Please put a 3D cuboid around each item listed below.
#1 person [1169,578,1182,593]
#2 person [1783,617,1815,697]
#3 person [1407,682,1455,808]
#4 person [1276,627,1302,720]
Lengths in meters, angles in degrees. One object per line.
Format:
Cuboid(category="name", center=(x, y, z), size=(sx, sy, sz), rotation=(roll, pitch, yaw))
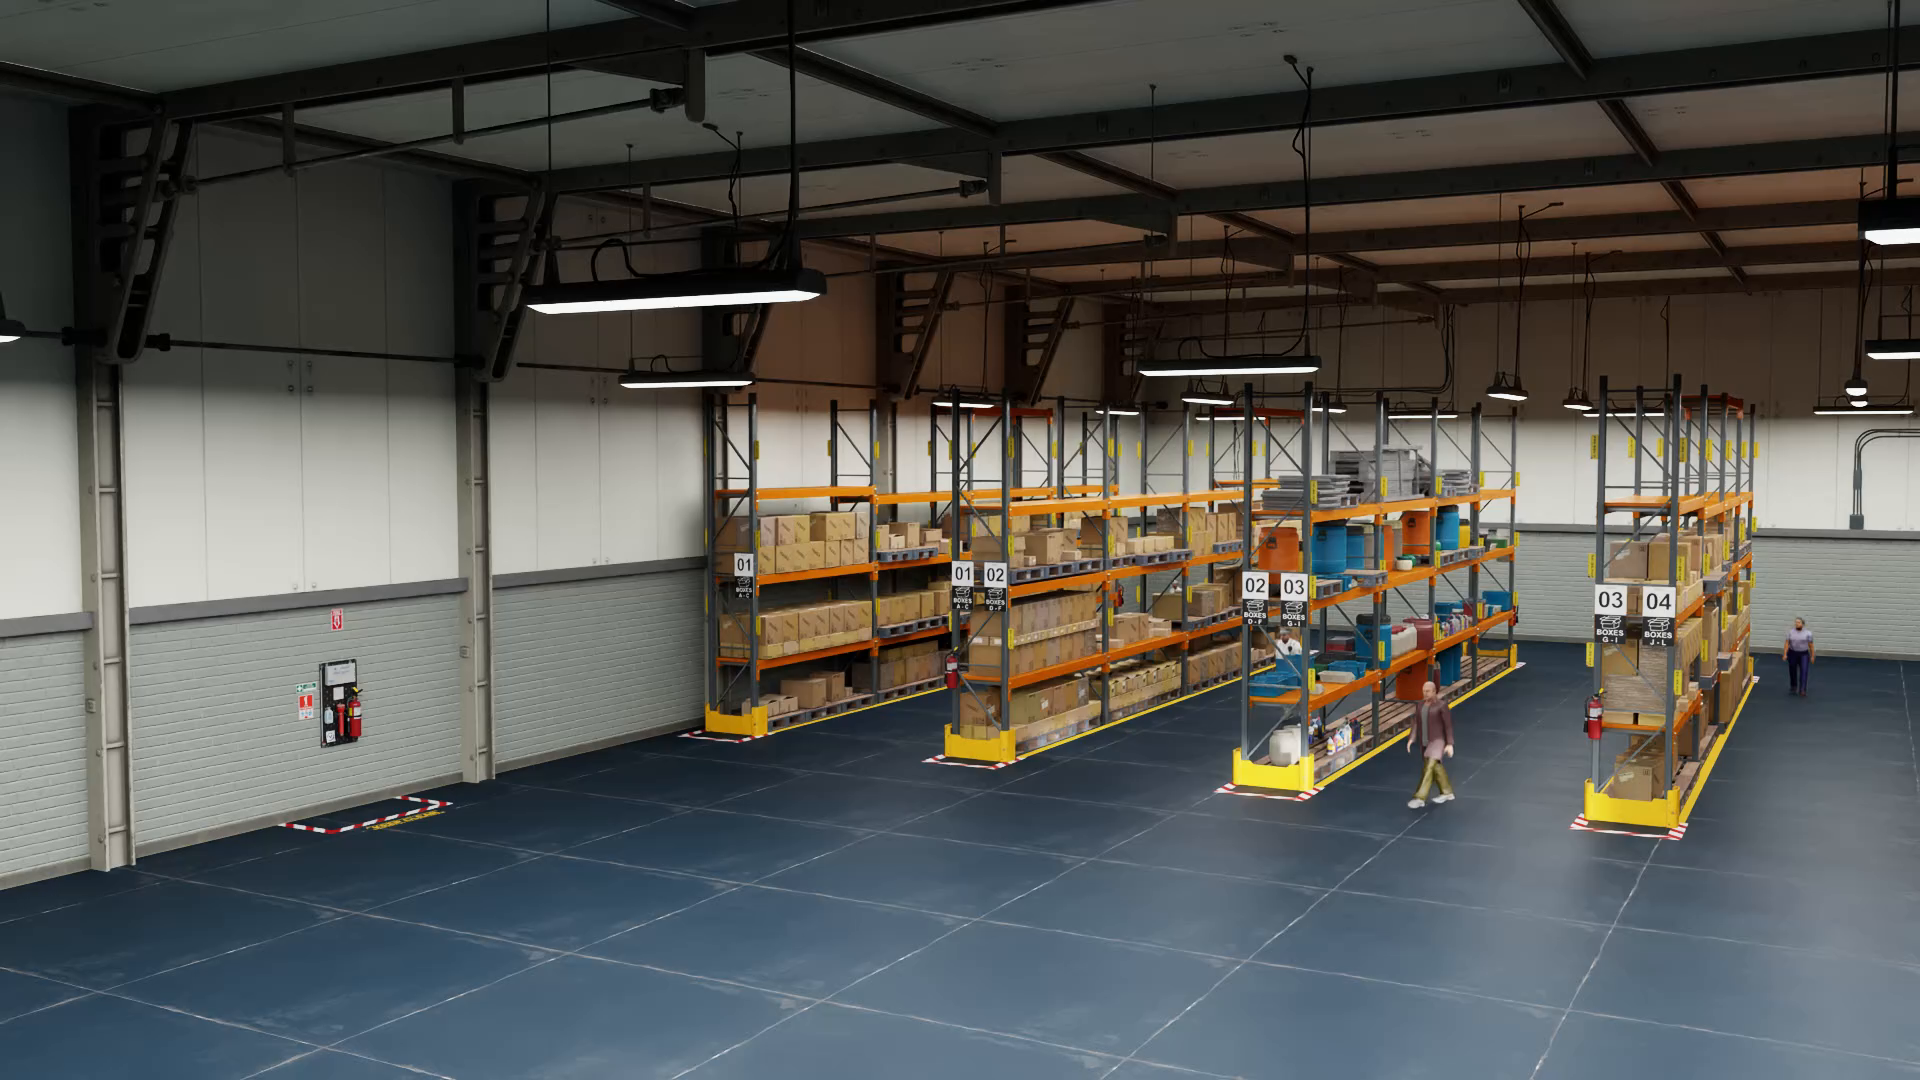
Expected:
Cuboid(category="person", center=(5.710, 1.810, 43.670), size=(0.455, 1.636, 0.843), rotation=(2, 3, 26))
Cuboid(category="person", center=(17.116, 2.363, 33.922), size=(0.587, 1.585, 1.053), rotation=(2, 3, 27))
Cuboid(category="person", center=(6.552, 2.849, 23.276), size=(1.066, 1.734, 0.607), rotation=(-1, 3, -26))
Cuboid(category="person", center=(6.182, 2.465, 31.012), size=(0.598, 1.740, 0.622), rotation=(3, 4, 41))
